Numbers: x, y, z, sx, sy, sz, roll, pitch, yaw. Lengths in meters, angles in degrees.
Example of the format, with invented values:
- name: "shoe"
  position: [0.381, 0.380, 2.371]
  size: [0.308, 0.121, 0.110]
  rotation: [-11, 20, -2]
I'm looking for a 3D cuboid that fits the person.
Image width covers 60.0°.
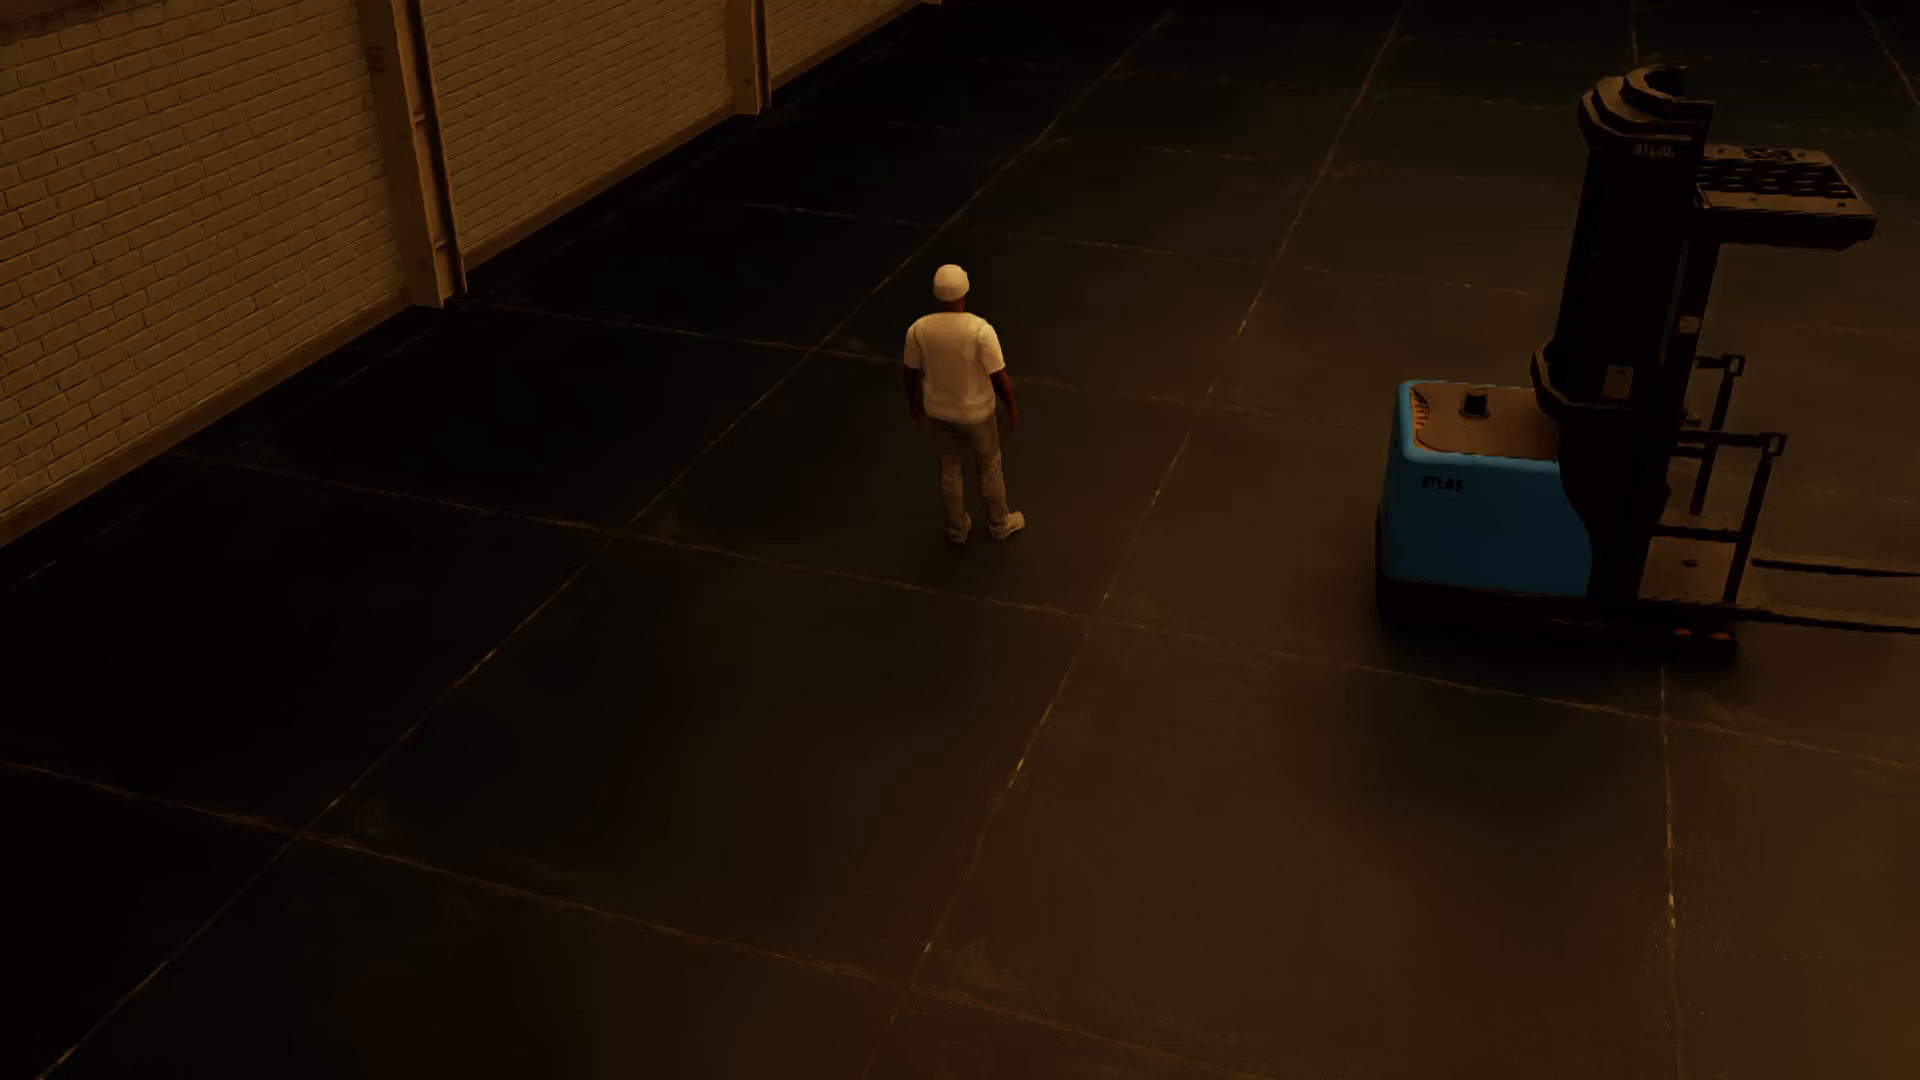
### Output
- name: "person"
  position: [0.028, -0.805, 9.711]
  size: [0.665, 1.766, 0.576]
  rotation: [10, 31, 16]

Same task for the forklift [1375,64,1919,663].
- name: "forklift"
  position: [3.902, -0.900, 8.715]
  size: [3.031, 2.935, 1.130]
  rotation: [6, 30, 10]
